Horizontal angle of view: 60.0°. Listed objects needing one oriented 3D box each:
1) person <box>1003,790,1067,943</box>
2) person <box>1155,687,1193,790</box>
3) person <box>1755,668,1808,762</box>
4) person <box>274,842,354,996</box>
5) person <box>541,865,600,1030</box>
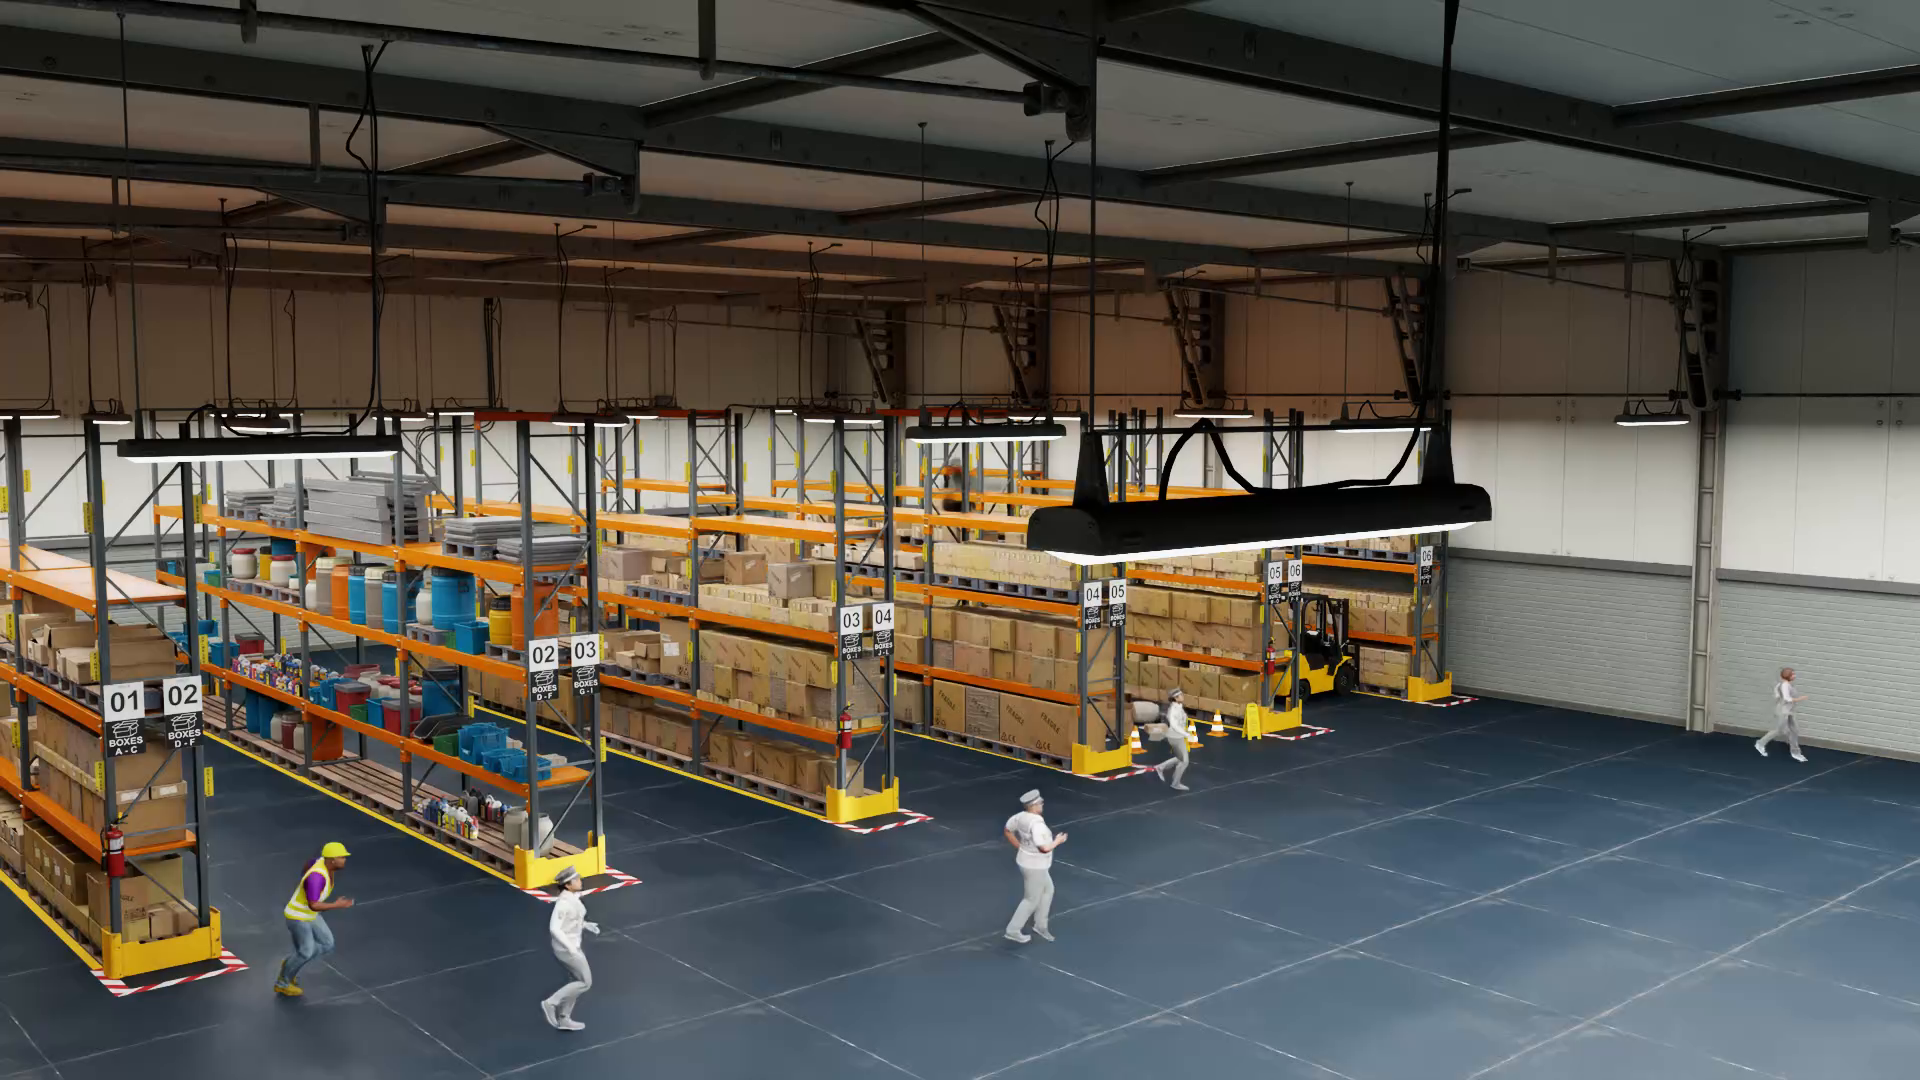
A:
[{"bbox_3d":[0.864,3.776,19.102,0.737,1.840,0.640,-1,5,-15],"label":"person"},{"bbox_3d":[3.440,3.177,26.698,0.571,1.675,0.672,0,5,4],"label":"person"},{"bbox_3d":[14.192,2.994,28.671,0.837,1.610,0.558,3,6,34],"label":"person"},{"bbox_3d":[-6.833,3.986,17.619,0.851,1.602,0.726,-1,5,-8],"label":"person"},{"bbox_3d":[-3.886,4.053,16.578,0.575,1.669,0.606,-1,5,-11],"label":"person"}]
